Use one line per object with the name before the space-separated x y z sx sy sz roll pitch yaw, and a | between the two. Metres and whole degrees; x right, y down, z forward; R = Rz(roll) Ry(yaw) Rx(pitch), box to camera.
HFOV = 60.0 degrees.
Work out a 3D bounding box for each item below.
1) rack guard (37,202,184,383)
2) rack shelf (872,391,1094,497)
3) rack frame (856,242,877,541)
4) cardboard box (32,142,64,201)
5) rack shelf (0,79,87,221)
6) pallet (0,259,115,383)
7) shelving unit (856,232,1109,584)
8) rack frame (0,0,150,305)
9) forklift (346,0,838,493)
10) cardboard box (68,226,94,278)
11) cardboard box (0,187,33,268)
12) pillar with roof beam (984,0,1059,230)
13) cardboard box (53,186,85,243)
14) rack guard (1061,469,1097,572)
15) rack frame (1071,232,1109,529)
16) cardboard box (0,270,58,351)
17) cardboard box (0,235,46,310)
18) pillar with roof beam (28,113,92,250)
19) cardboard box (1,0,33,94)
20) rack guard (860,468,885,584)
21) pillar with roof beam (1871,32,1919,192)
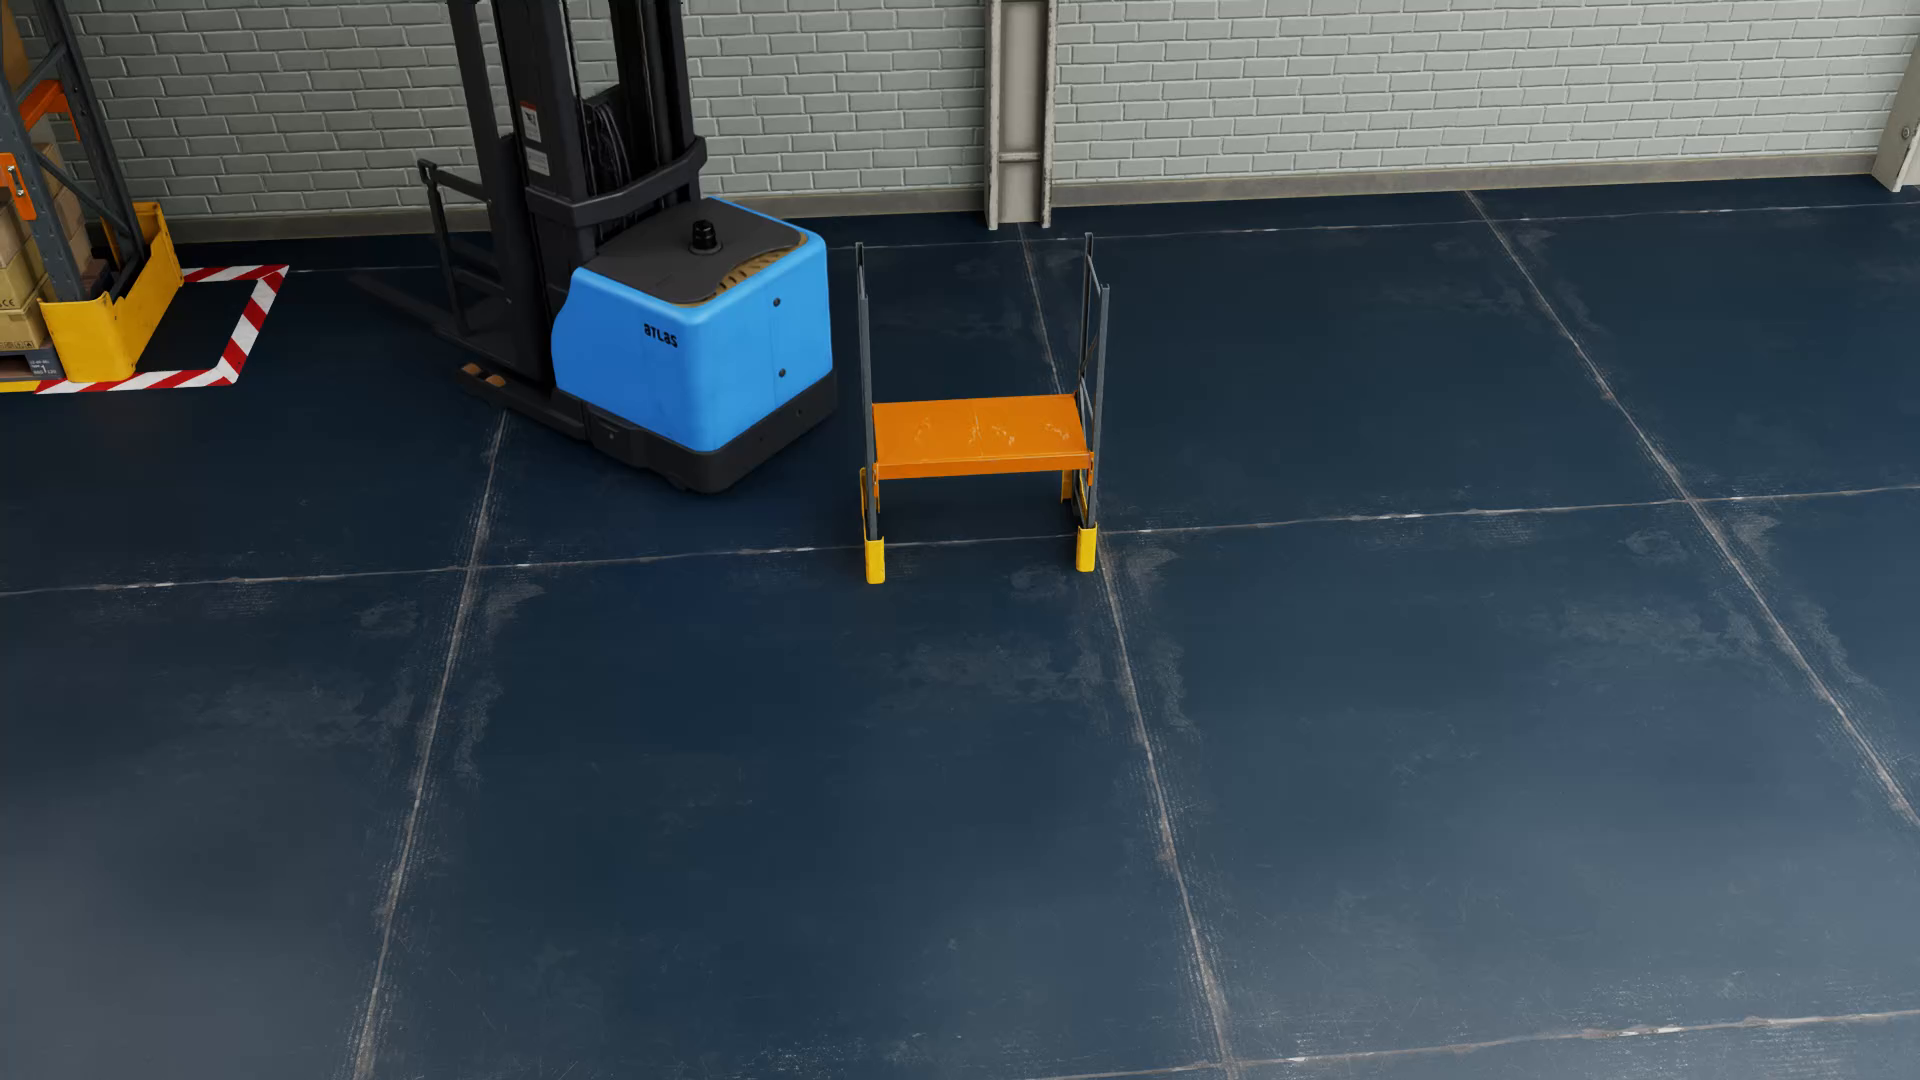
rack guard | -4.814 -1.427 9.477 0.348 0.500 1.175 -3 38 -4
rack shelf | 0.085 -0.452 7.725 1.000 0.185 0.538 -3 38 -4
rack frame | -0.421 -0.566 7.578 0.032 1.500 0.500 -3 38 -4
cardboard box | -5.334 -1.975 9.227 0.500 0.250 0.500 -4 38 -5
rack shelf | -6.830 -2.015 8.785 4.000 0.370 1.077 -3 38 -4
pallet | -5.596 -1.244 9.479 1.213 0.211 1.003 -3 38 -4
shelving unit | 0.076 -0.593 7.613 1.083 1.500 0.587 -3 38 -4
rack frame | -4.838 -2.407 8.701 0.127 3.000 1.000 -3 38 -4
forklift | -2.143 -2.113 8.384 3.031 2.935 1.130 24 44 27
cardboard box | -5.345 -1.586 9.541 0.500 0.250 0.500 -3 38 -4
cardboard box | -5.269 -1.667 8.837 0.500 0.250 0.500 -2 38 -2
pillar with roof beam | 0.746 -2.953 4.550 0.400 9.000 9.100 -3 38 -4
cardboard box | -5.325 -1.791 9.397 0.500 0.250 0.500 -2 38 -3
rack guard | 0.572 -0.130 8.034 0.087 0.250 0.587 -3 38 -4
rack frame | 0.591 -0.621 7.649 0.032 1.500 0.500 -3 38 -4
cardboard box | -5.278 -1.272 9.143 0.500 0.250 0.500 -3 38 -4
cardboard box | -5.295 -1.469 8.989 0.500 0.250 0.500 -4 38 -5
pillar with roof beam | -5.230 -2.624 4.132 0.400 9.000 9.100 -3 38 -4
cardboard box | -5.356 -2.590 8.852 0.500 0.500 0.500 -2 38 -3
rack guard | -0.420 -0.075 7.965 0.087 0.250 0.587 -3 38 -4
pillar with roof beam | 6.723 -3.282 4.967 0.400 9.000 9.100 -3 38 -4
